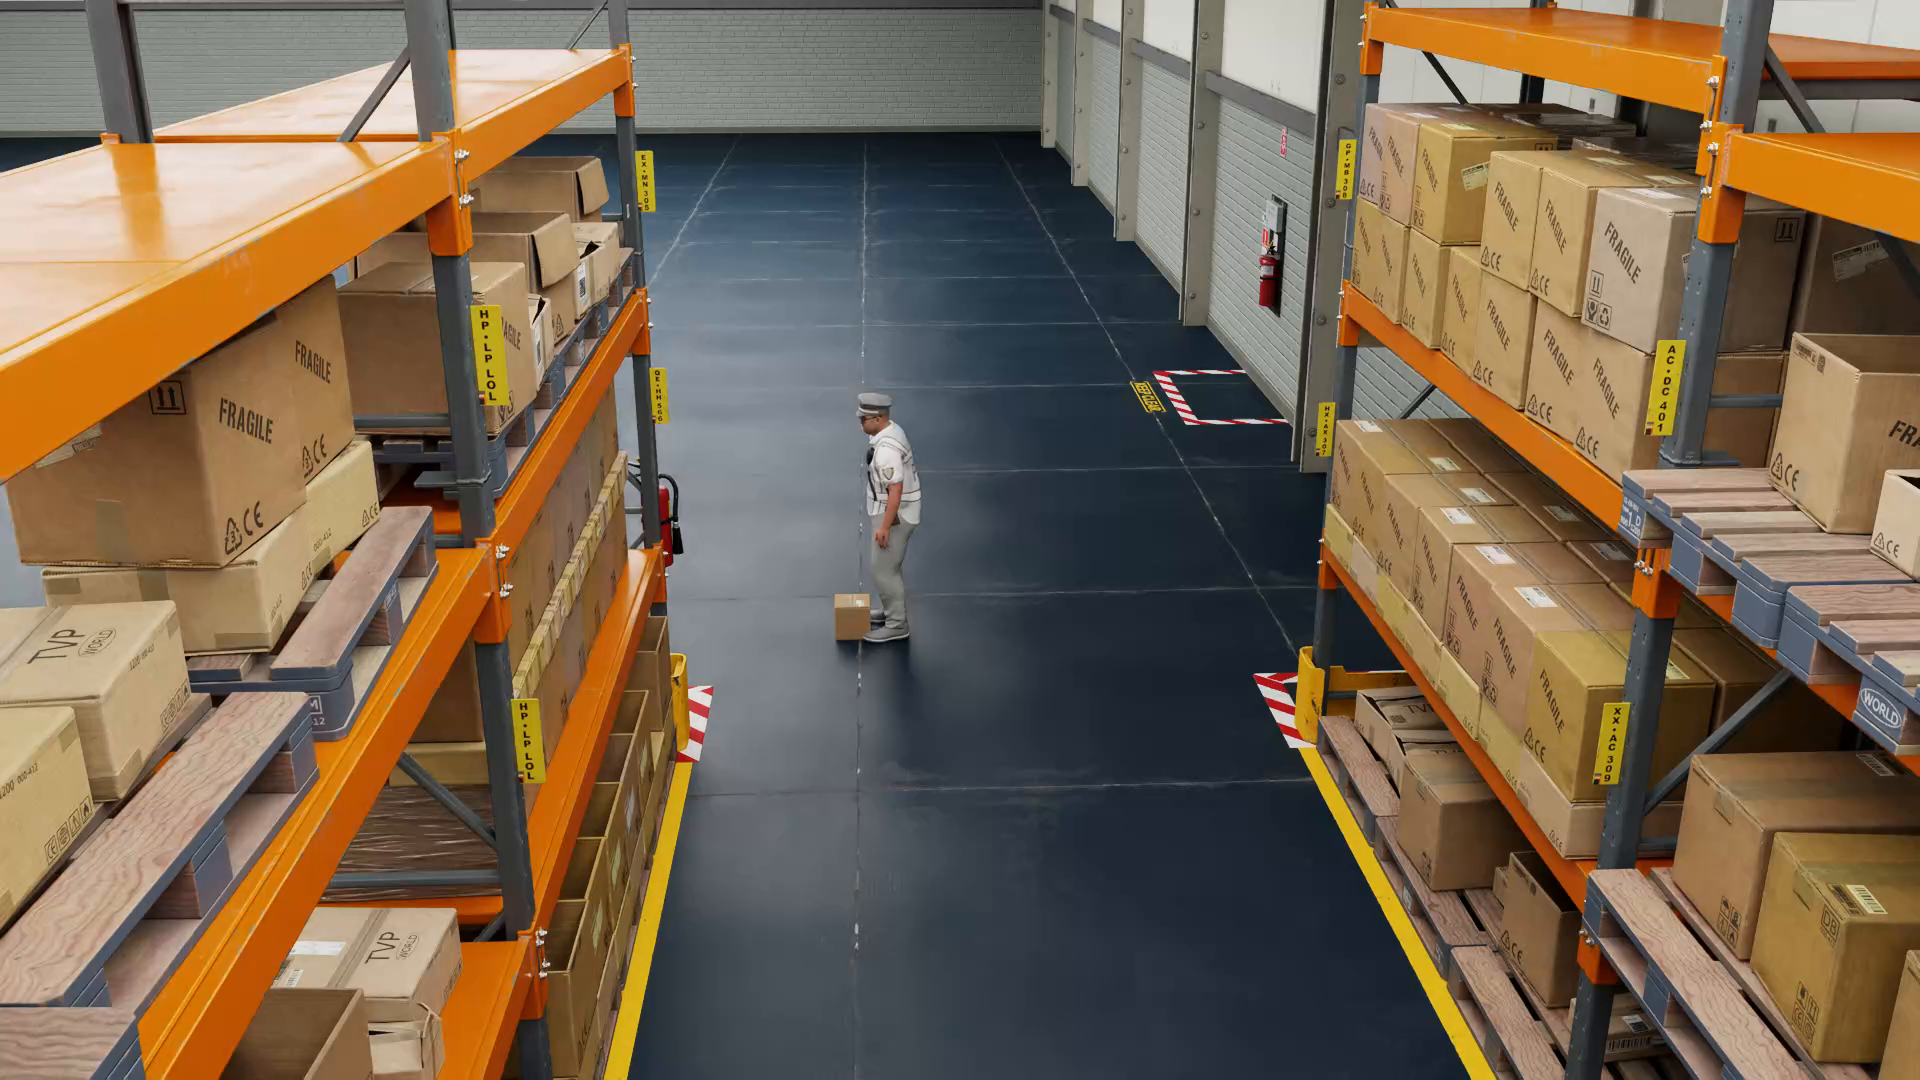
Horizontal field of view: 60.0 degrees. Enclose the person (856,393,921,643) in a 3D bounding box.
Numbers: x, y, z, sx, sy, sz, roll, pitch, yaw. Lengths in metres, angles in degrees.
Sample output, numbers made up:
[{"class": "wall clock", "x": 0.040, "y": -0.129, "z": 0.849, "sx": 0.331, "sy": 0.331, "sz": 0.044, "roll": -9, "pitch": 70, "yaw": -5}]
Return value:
[{"class": "person", "x": -0.488, "y": -0.168, "z": 11.520, "sx": 0.435, "sy": 1.748, "sz": 0.590, "roll": -1, "pitch": 20, "yaw": -4}]
